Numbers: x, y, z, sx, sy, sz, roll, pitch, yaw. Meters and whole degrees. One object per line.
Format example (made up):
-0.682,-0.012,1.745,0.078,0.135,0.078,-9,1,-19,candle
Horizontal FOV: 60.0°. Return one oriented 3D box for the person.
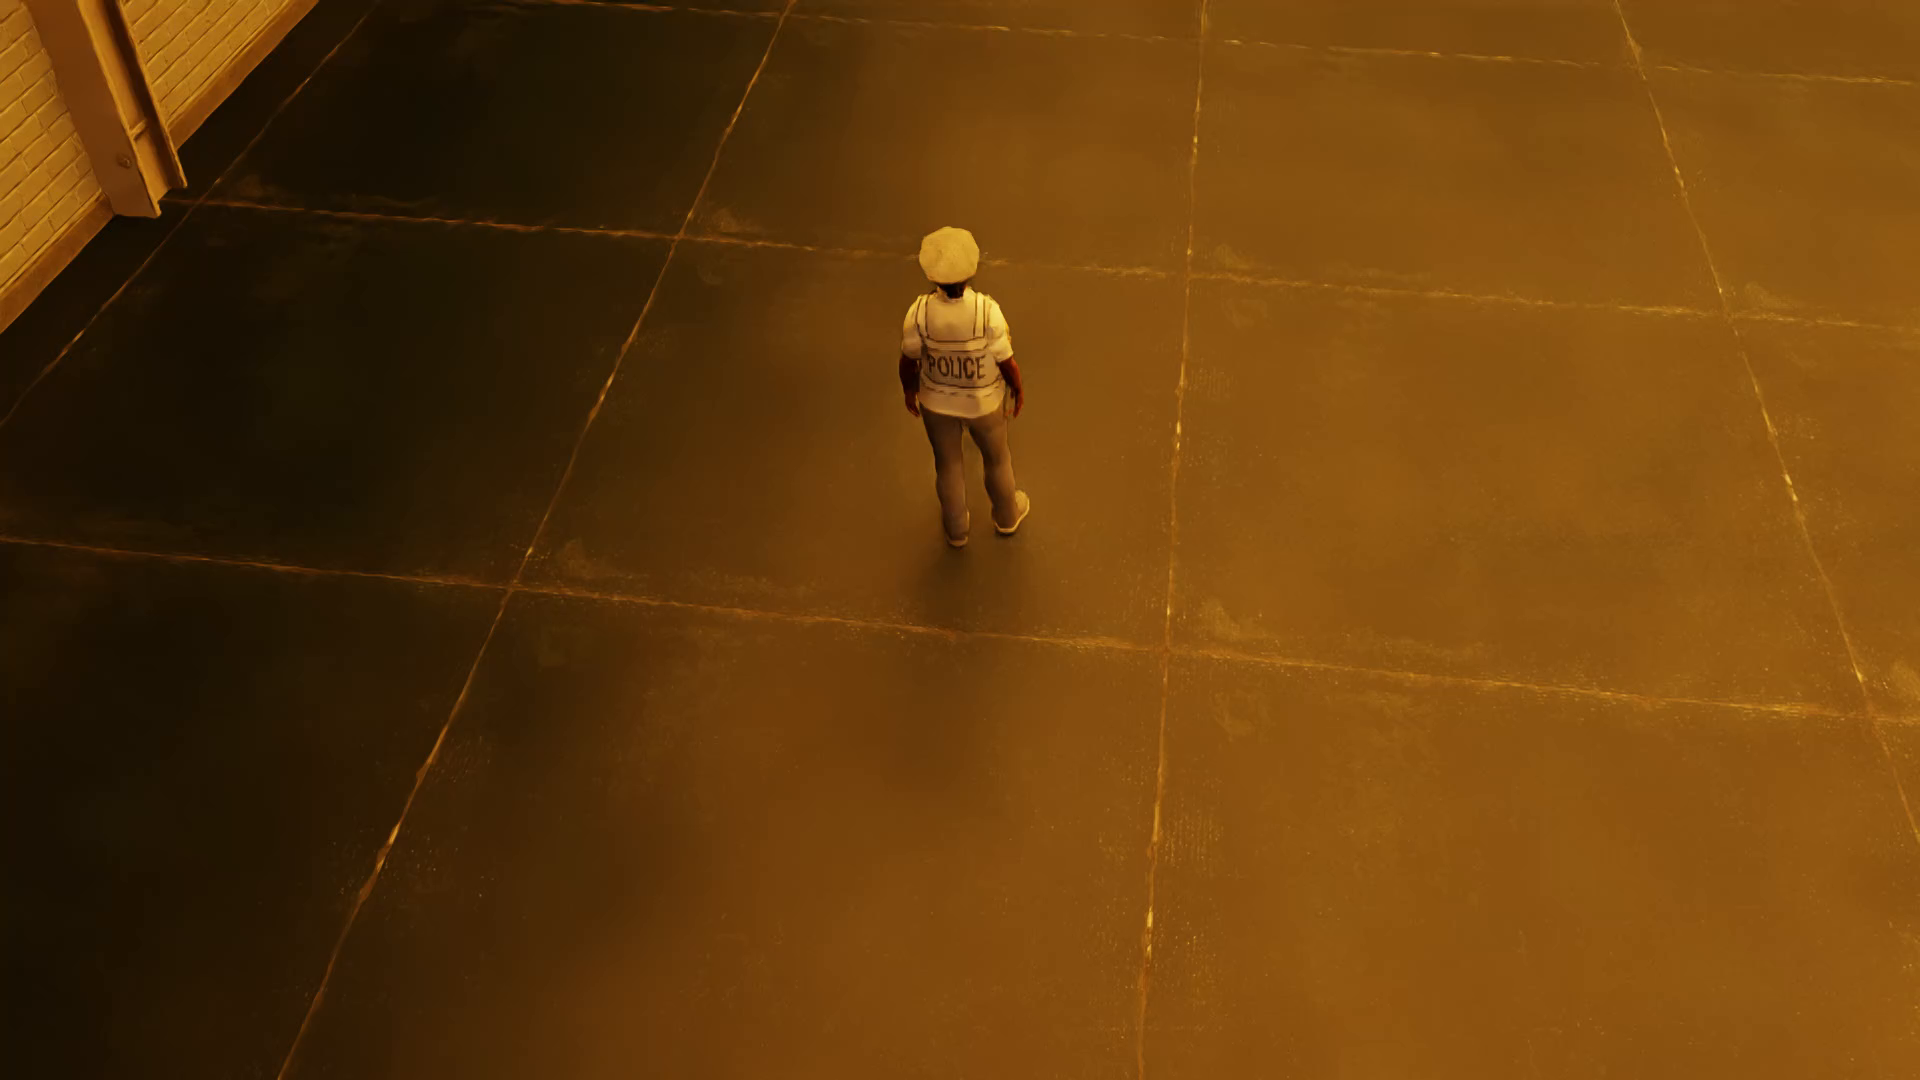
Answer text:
0.029,-0.677,7.366,0.570,1.693,0.529,5,43,6,person
